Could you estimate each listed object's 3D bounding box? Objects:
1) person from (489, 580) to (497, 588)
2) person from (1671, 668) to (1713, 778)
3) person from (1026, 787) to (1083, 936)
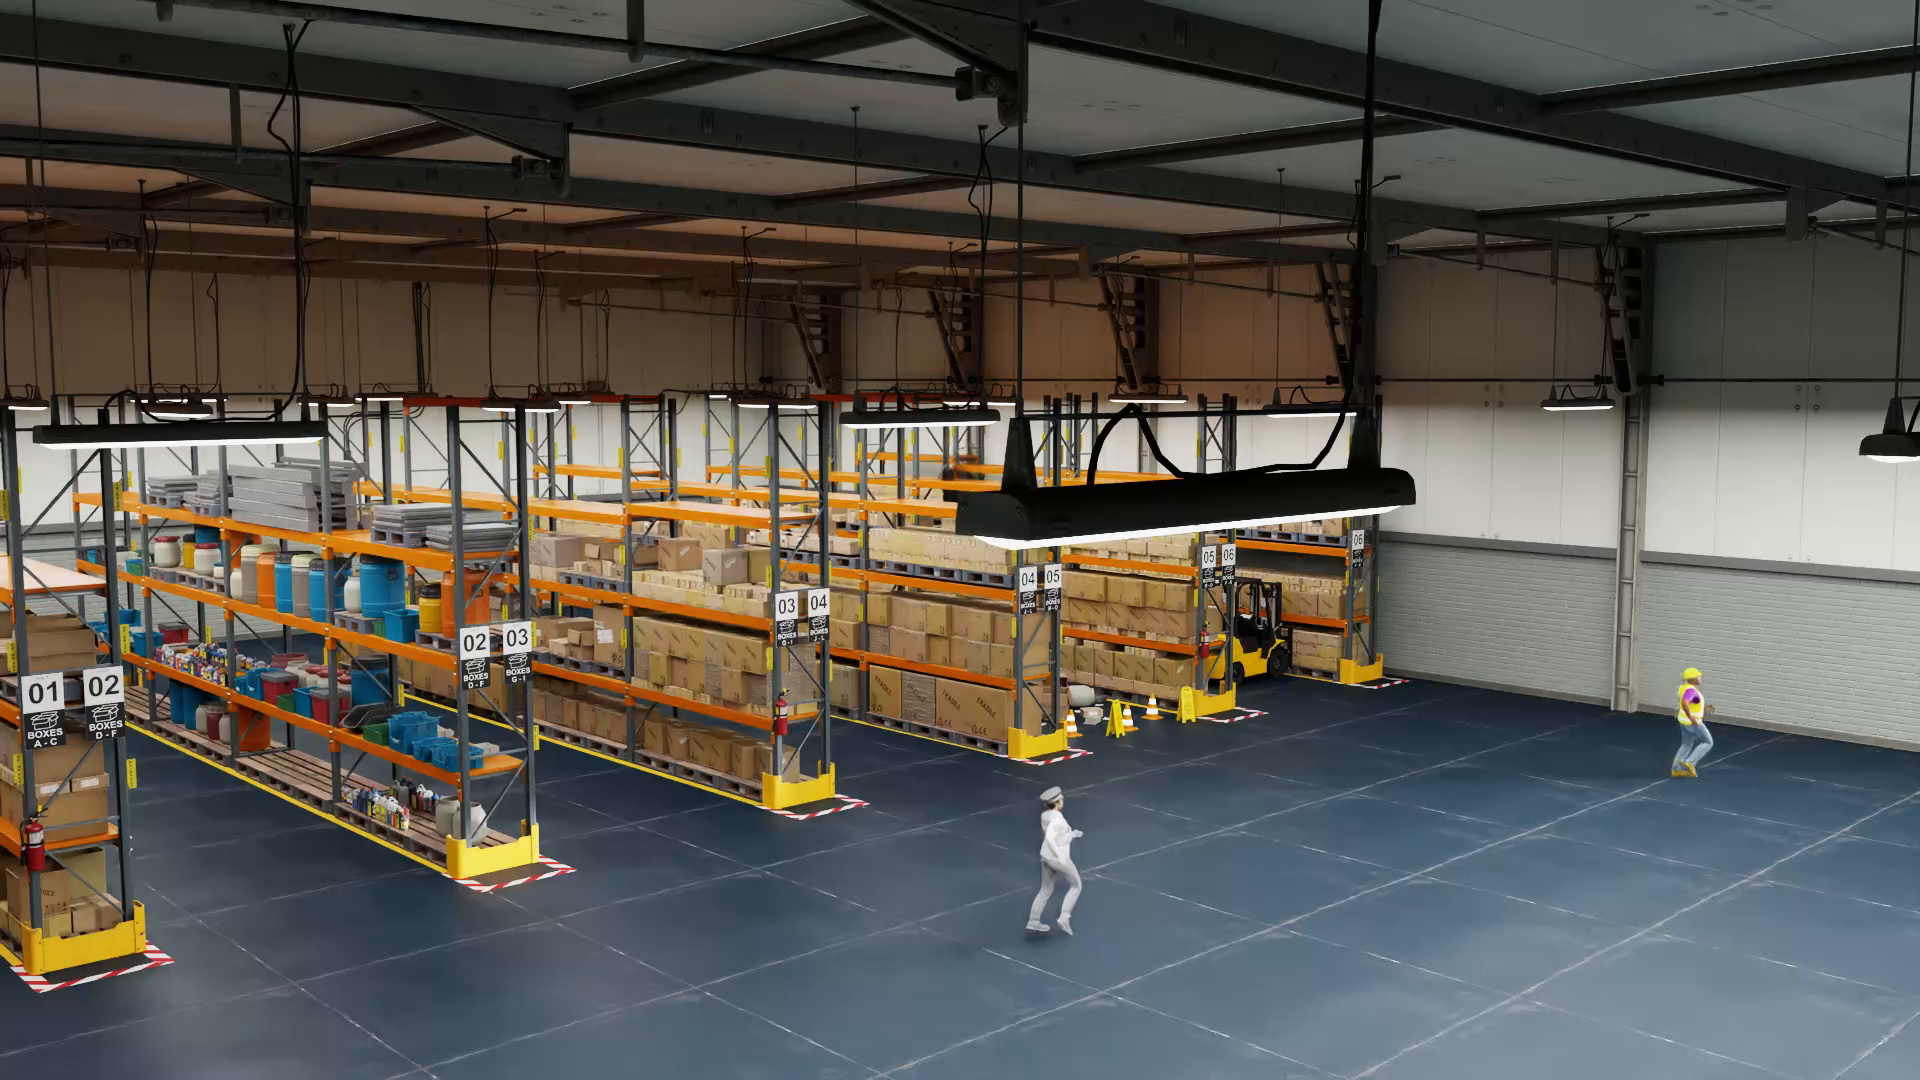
[{"bbox_3d":[-11.186,1.701,39.703,0.756,1.642,0.569,1,6,14],"label":"person"},{"bbox_3d":[11.658,2.904,26.421,0.666,1.747,0.695,0,6,-1],"label":"person"},{"bbox_3d":[1.103,3.664,18.932,0.696,1.730,0.577,-3,6,-28],"label":"person"}]
